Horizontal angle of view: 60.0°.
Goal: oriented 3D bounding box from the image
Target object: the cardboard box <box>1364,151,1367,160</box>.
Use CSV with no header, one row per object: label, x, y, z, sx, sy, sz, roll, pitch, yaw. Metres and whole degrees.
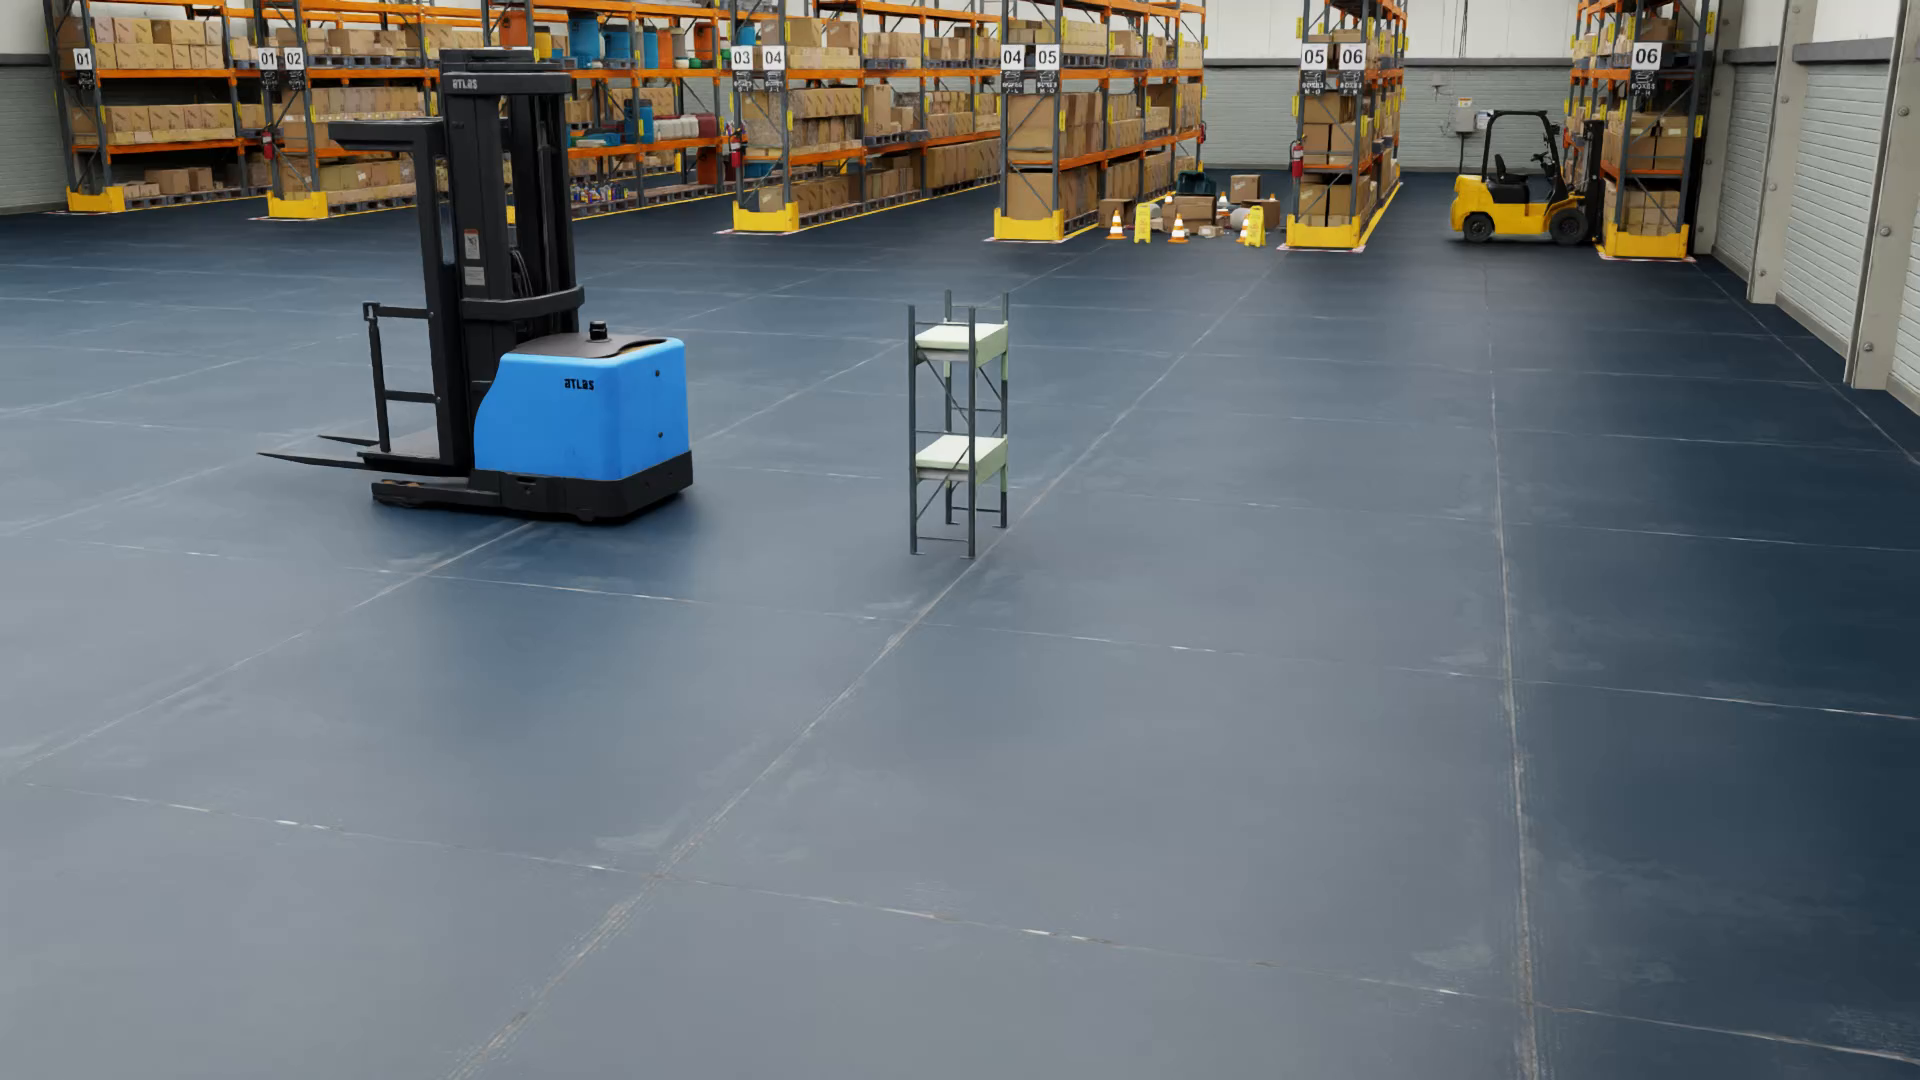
cardboard box,6.877,-6.701,28.919,0.380,0.149,0.250,5,17,16

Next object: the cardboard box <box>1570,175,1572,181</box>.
cardboard box,14.113,-8.188,37.942,0.396,0.266,0.258,5,17,18

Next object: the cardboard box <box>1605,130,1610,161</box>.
cardboard box,11.353,-6.761,28.487,0.500,0.500,0.500,5,17,17

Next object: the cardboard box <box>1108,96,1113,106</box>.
cardboard box,2.606,-8.482,32.722,0.700,0.500,0.500,4,16,15

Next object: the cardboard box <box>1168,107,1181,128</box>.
cardboard box,4.982,-10.082,39.650,0.500,0.500,0.500,4,16,15

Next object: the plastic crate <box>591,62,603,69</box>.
plastic crate,-7.217,-9.348,32.777,0.243,0.136,0.396,5,16,16

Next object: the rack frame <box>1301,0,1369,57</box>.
rack frame,5.965,-9.170,26.169,1.000,3.000,0.127,5,16,16

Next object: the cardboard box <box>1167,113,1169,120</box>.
cardboard box,4.676,-9.886,38.832,0.380,0.149,0.250,5,17,18

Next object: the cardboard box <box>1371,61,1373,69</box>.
cardboard box,6.998,-8.279,28.983,0.380,0.149,0.250,5,17,17

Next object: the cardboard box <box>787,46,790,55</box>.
cardboard box,-3.237,-8.669,29.445,0.380,0.149,0.250,5,16,15

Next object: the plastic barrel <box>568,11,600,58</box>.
plastic barrel,-7.534,-10.117,33.317,0.600,0.901,0.708,5,16,16

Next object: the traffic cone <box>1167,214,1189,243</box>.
traffic cone,3.689,-5.273,28.073,0.336,0.463,0.334,5,16,16

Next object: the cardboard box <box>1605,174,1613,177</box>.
cardboard box,12.630,-6.719,32.104,0.875,0.625,0.625,5,17,18

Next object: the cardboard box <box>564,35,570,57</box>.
cardboard box,-10.005,-12.400,41.917,0.600,0.600,0.600,4,16,15

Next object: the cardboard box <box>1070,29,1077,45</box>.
cardboard box,1.716,-8.645,28.591,0.500,0.250,0.500,4,16,15

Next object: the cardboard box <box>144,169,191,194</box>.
cardboard box,-17.083,-7.725,35.843,0.700,0.500,0.500,4,16,12

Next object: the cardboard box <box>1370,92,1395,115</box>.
cardboard box,9.489,-9.816,37.426,0.500,0.500,0.500,5,17,18

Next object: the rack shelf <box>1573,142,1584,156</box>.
rack shelf,13.566,-8.170,34.956,1.077,0.370,4.000,5,16,16

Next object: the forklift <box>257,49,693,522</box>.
forklift,-3.407,-1.752,11.136,3.031,2.935,1.130,6,17,19

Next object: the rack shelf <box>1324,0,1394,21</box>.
rack shelf,7.670,-10.202,31.856,1.077,0.370,4.000,5,16,16

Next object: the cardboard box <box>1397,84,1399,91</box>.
cardboard box,10.449,-10.997,40.399,0.380,0.149,0.250,5,17,17

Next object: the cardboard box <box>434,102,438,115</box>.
cardboard box,-14.263,-11.405,44.277,0.500,0.500,0.500,4,16,15

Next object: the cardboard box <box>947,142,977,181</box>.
cardboard box,-0.289,-9.203,40.403,1.225,0.875,0.875,5,16,16

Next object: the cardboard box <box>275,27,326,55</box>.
cardboard box,-12.866,-9.734,32.438,0.797,0.503,0.637,6,17,20

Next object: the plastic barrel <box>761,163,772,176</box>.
plastic barrel,-5.046,-9.628,41.852,0.600,0.901,0.708,5,16,16

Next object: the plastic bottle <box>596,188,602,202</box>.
plastic bottle,-7.288,-6.955,33.546,0.097,0.271,0.097,0,16,0

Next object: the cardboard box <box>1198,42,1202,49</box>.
cardboard box,5.924,-12.521,42.108,0.380,0.149,0.250,4,16,15

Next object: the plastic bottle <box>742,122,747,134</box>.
plastic bottle,-5.185,-9.921,40.037,0.152,0.276,0.135,5,16,16

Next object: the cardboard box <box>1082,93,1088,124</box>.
cardboard box,1.859,-7.902,30.439,0.875,0.550,0.550,5,16,16

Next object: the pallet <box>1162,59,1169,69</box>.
pallet,4.031,-10.709,37.435,1.213,0.211,1.003,5,16,16

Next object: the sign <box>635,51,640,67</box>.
sign,-6.625,-9.885,34.170,0.100,0.325,0.005,5,16,16

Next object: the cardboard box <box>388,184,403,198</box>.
cardboard box,-12.099,-7.347,35.005,0.500,0.250,0.500,5,16,16

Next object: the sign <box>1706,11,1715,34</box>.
sign,11.255,-7.757,24.938,0.100,0.325,0.005,5,16,16

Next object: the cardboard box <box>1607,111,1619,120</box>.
cardboard box,11.486,-7.390,28.968,0.380,0.149,0.250,5,17,17

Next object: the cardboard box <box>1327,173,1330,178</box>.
cardboard box,6.364,-6.516,29.511,0.380,0.149,0.250,6,17,19

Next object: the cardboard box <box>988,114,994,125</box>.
cardboard box,0.546,-10.631,42.044,0.500,0.250,0.500,5,17,17

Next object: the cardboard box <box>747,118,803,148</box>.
cardboard box,-3.354,-7.386,30.143,0.875,0.500,0.500,5,16,16

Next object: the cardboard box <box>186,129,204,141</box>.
cardboard box,-16.769,-8.779,36.022,0.500,0.250,0.500,5,16,16

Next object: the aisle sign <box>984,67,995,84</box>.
aisle sign,0.743,-12.531,44.249,0.394,0.787,0.004,5,16,16

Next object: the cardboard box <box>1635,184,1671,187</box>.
cardboard box,11.486,-5.766,27.598,0.500,0.250,0.500,4,16,15

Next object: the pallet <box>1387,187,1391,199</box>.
pallet,9.228,-7.874,37.705,1.003,0.211,1.213,5,16,16

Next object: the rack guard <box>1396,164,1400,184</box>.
rack guard,10.518,-9.274,42.109,1.175,0.500,0.348,5,16,16

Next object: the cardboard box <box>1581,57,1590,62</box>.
cardboard box,14.032,-10.699,36.787,0.500,0.250,0.500,5,16,16

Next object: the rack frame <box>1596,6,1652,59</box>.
rack frame,12.998,-10.879,32.195,1.000,3.000,0.127,5,16,16

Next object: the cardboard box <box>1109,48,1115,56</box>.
cardboard box,2.859,-9.513,32.380,0.250,0.149,0.380,5,16,16

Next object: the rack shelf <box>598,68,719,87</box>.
rack shelf,-6.580,-10.103,36.275,1.077,0.370,4.000,5,16,16

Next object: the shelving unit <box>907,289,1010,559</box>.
shelving unit,-0.002,-0.720,10.119,0.431,1.500,0.755,5,16,16

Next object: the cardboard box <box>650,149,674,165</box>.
cardboard box,-8.405,-10.856,46.879,0.500,0.500,0.500,5,16,16

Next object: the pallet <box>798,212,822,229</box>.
pallet,-3.250,-5.941,30.888,1.003,0.211,1.213,5,16,16

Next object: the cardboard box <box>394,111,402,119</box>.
cardboard box,-11.987,-8.939,34.975,0.380,0.149,0.250,5,16,16

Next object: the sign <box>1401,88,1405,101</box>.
sign,11.028,-11.095,41.395,0.100,0.325,0.005,5,16,16

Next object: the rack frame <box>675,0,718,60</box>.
rack frame,-6.012,-12.416,37.612,1.000,3.000,0.127,5,16,16

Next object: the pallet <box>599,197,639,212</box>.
pallet,-7.380,-6.969,34.513,1.003,0.211,1.213,5,16,16

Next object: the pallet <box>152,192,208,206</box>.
pallet,-17.149,-7.411,36.072,1.003,0.211,1.213,5,16,16

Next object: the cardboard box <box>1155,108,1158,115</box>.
cardboard box,4.227,-9.617,37.338,0.380,0.149,0.250,4,16,15

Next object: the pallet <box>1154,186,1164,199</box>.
pallet,4.035,-7.916,37.850,1.003,0.211,1.213,5,16,16
